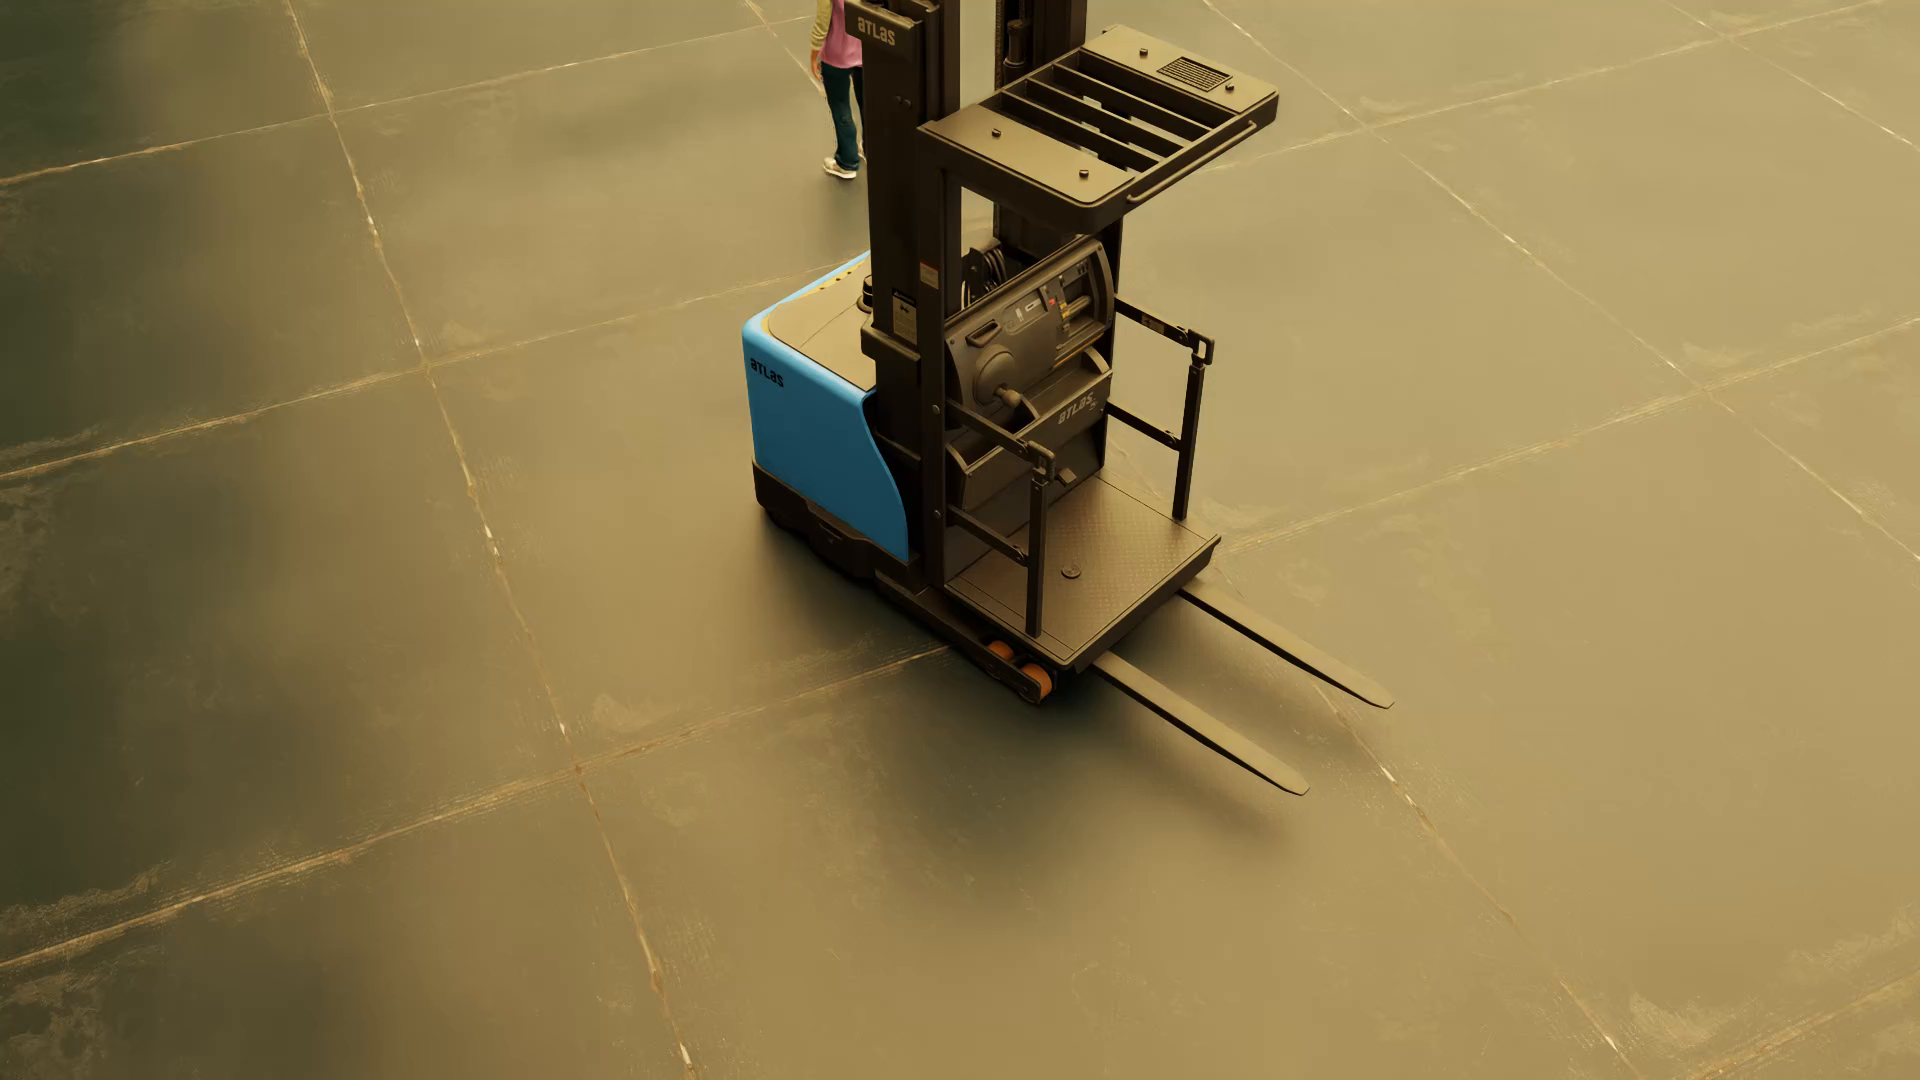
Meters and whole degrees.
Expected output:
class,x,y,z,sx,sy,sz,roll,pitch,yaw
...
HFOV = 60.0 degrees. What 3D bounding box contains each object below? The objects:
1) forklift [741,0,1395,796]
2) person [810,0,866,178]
class,x,y,z,sx,sy,sz,roll,pitch,yaw
forklift,0.445,-0.788,6.525,3.031,2.935,1.130,32,52,30
person,-0.681,-2.853,9.716,0.499,1.610,0.437,-23,48,-23
